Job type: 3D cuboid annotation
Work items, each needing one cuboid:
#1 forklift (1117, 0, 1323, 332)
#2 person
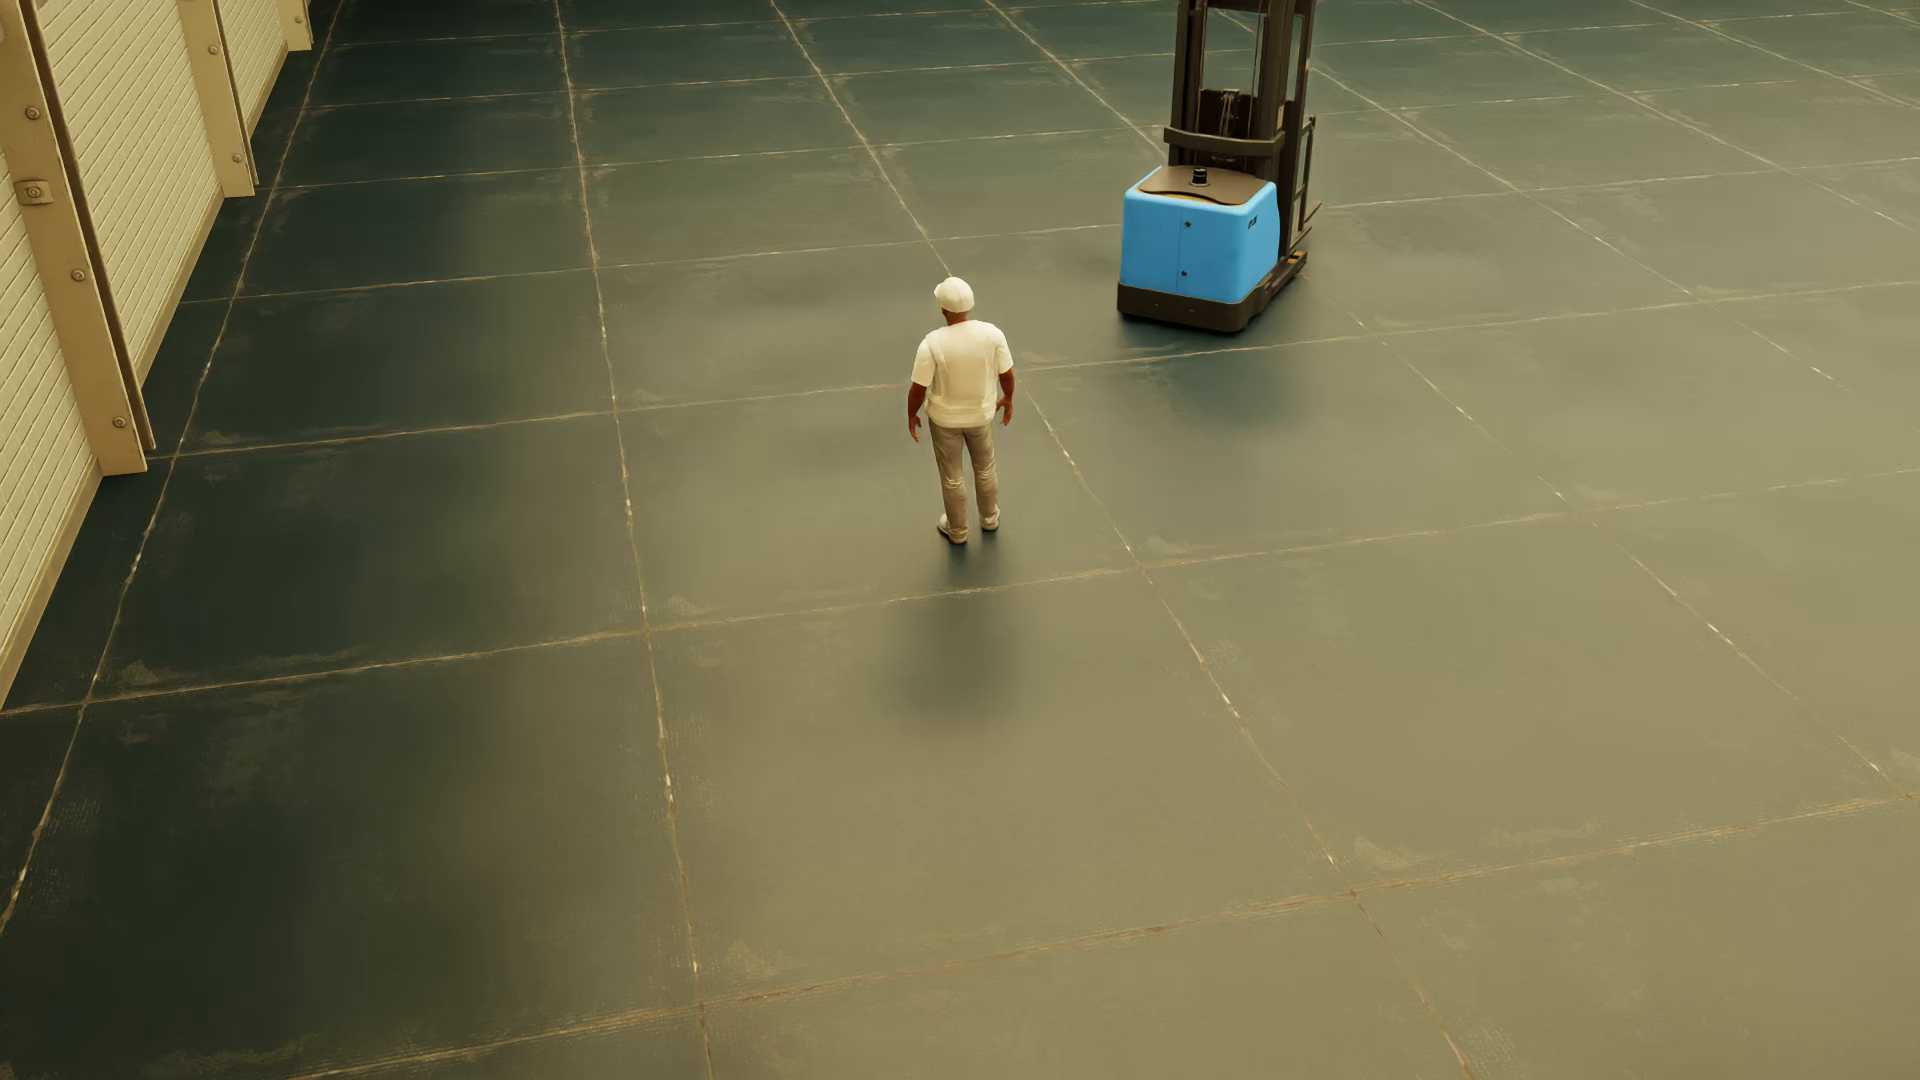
[{"bbox_3d":[2.394,-3.635,13.853,1.130,2.935,3.031,14,33,23],"label":"forklift"},{"bbox_3d":[-0.010,-0.805,10.113,0.665,1.765,0.577,-7,31,-12],"label":"person"}]
